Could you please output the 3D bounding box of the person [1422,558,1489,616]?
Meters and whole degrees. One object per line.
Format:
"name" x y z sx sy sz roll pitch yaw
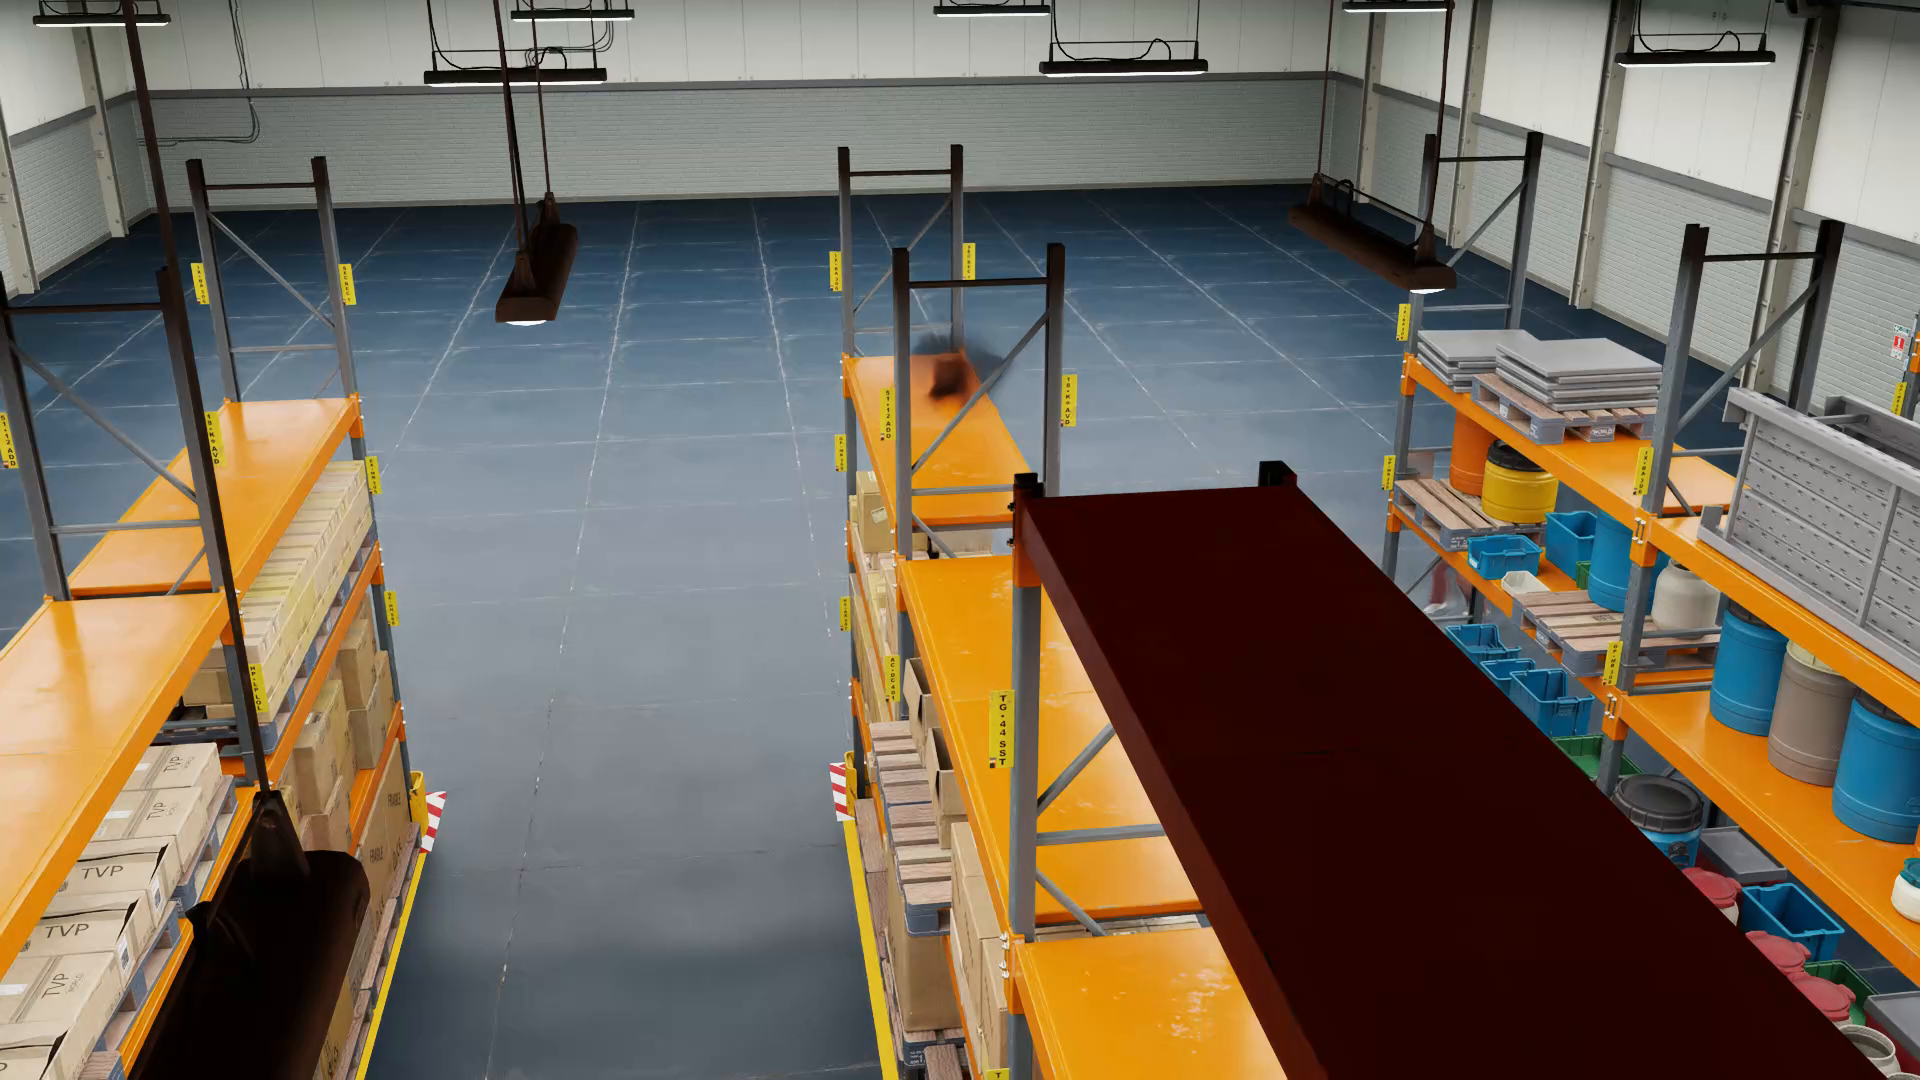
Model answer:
"person" 5.745 0.135 19.020 0.759 1.723 0.549 7 23 18
